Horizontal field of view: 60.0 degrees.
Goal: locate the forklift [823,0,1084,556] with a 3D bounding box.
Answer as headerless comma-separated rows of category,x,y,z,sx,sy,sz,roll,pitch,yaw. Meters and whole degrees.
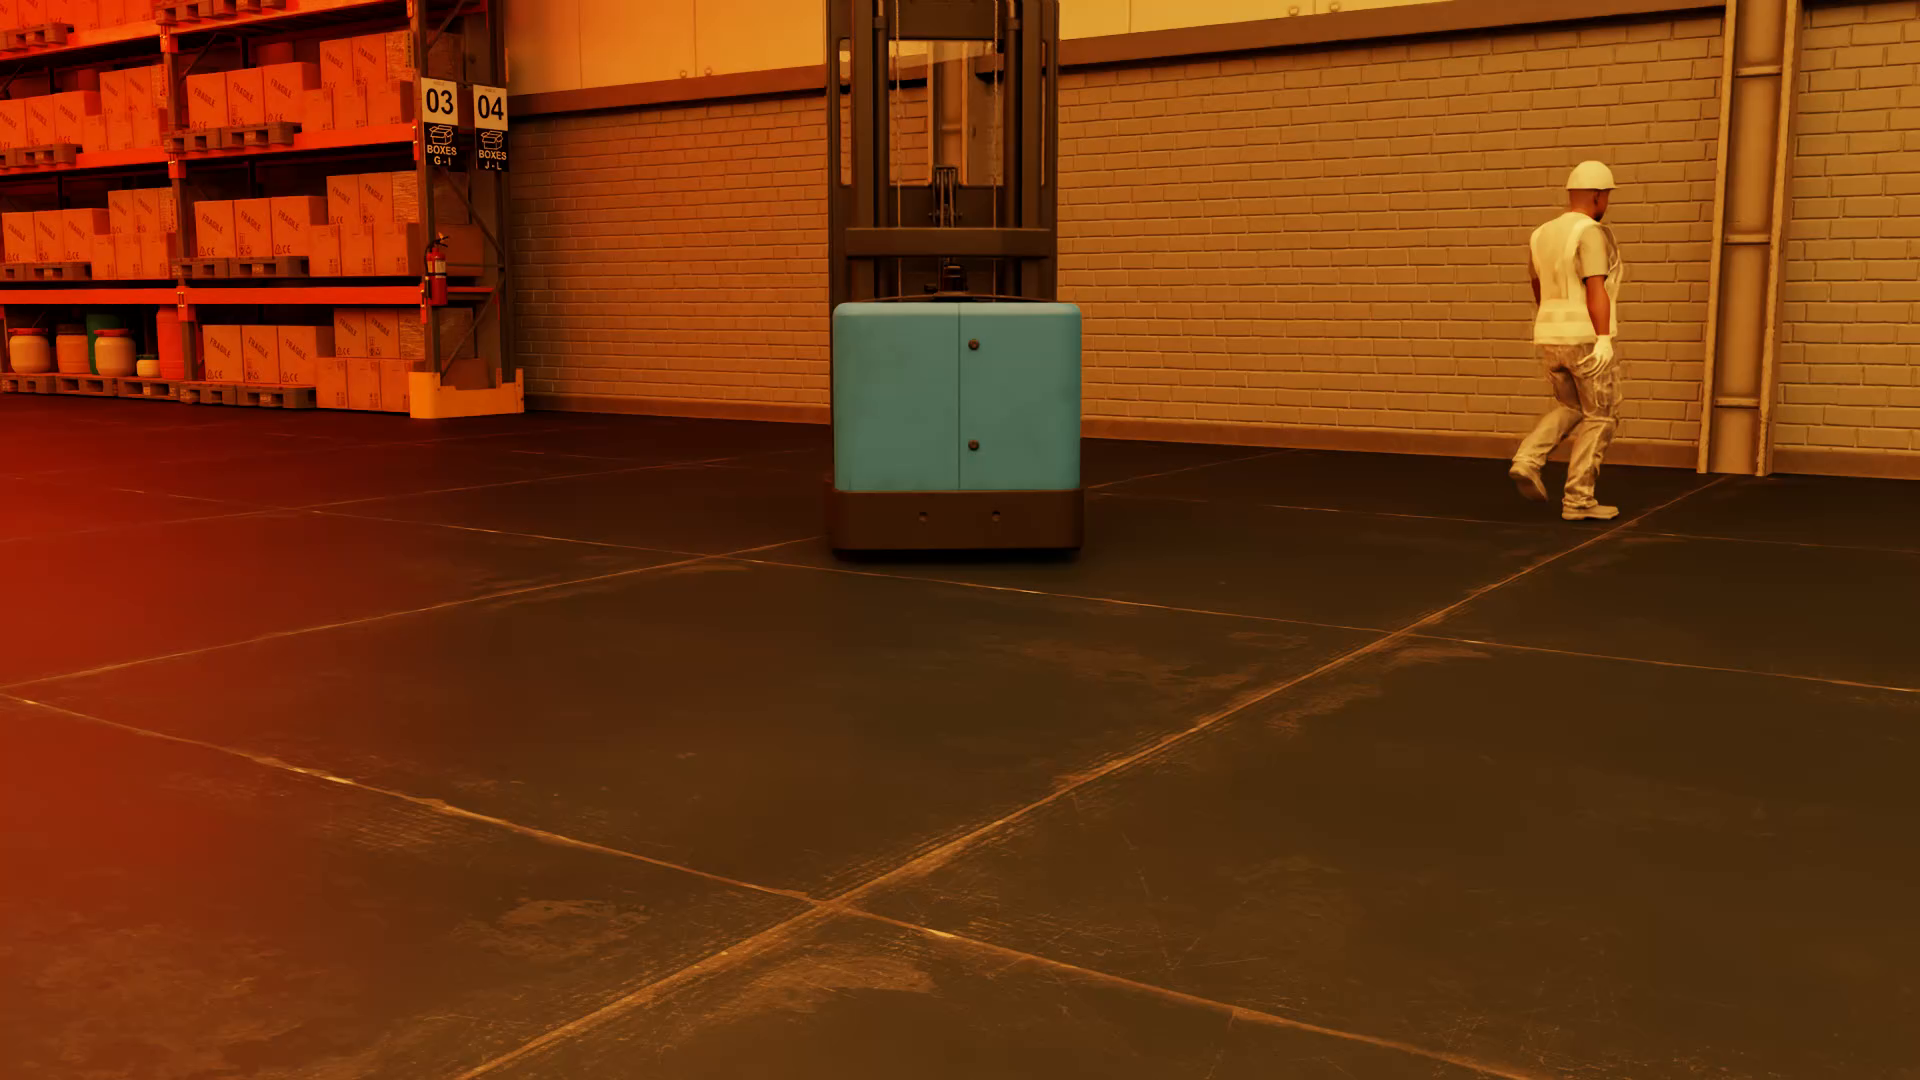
forklift,-0.099,-1.555,8.131,1.130,2.935,3.031,-1,8,-4

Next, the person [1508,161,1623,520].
person,3.059,-0.987,8.281,0.494,1.764,0.767,-2,8,-17
